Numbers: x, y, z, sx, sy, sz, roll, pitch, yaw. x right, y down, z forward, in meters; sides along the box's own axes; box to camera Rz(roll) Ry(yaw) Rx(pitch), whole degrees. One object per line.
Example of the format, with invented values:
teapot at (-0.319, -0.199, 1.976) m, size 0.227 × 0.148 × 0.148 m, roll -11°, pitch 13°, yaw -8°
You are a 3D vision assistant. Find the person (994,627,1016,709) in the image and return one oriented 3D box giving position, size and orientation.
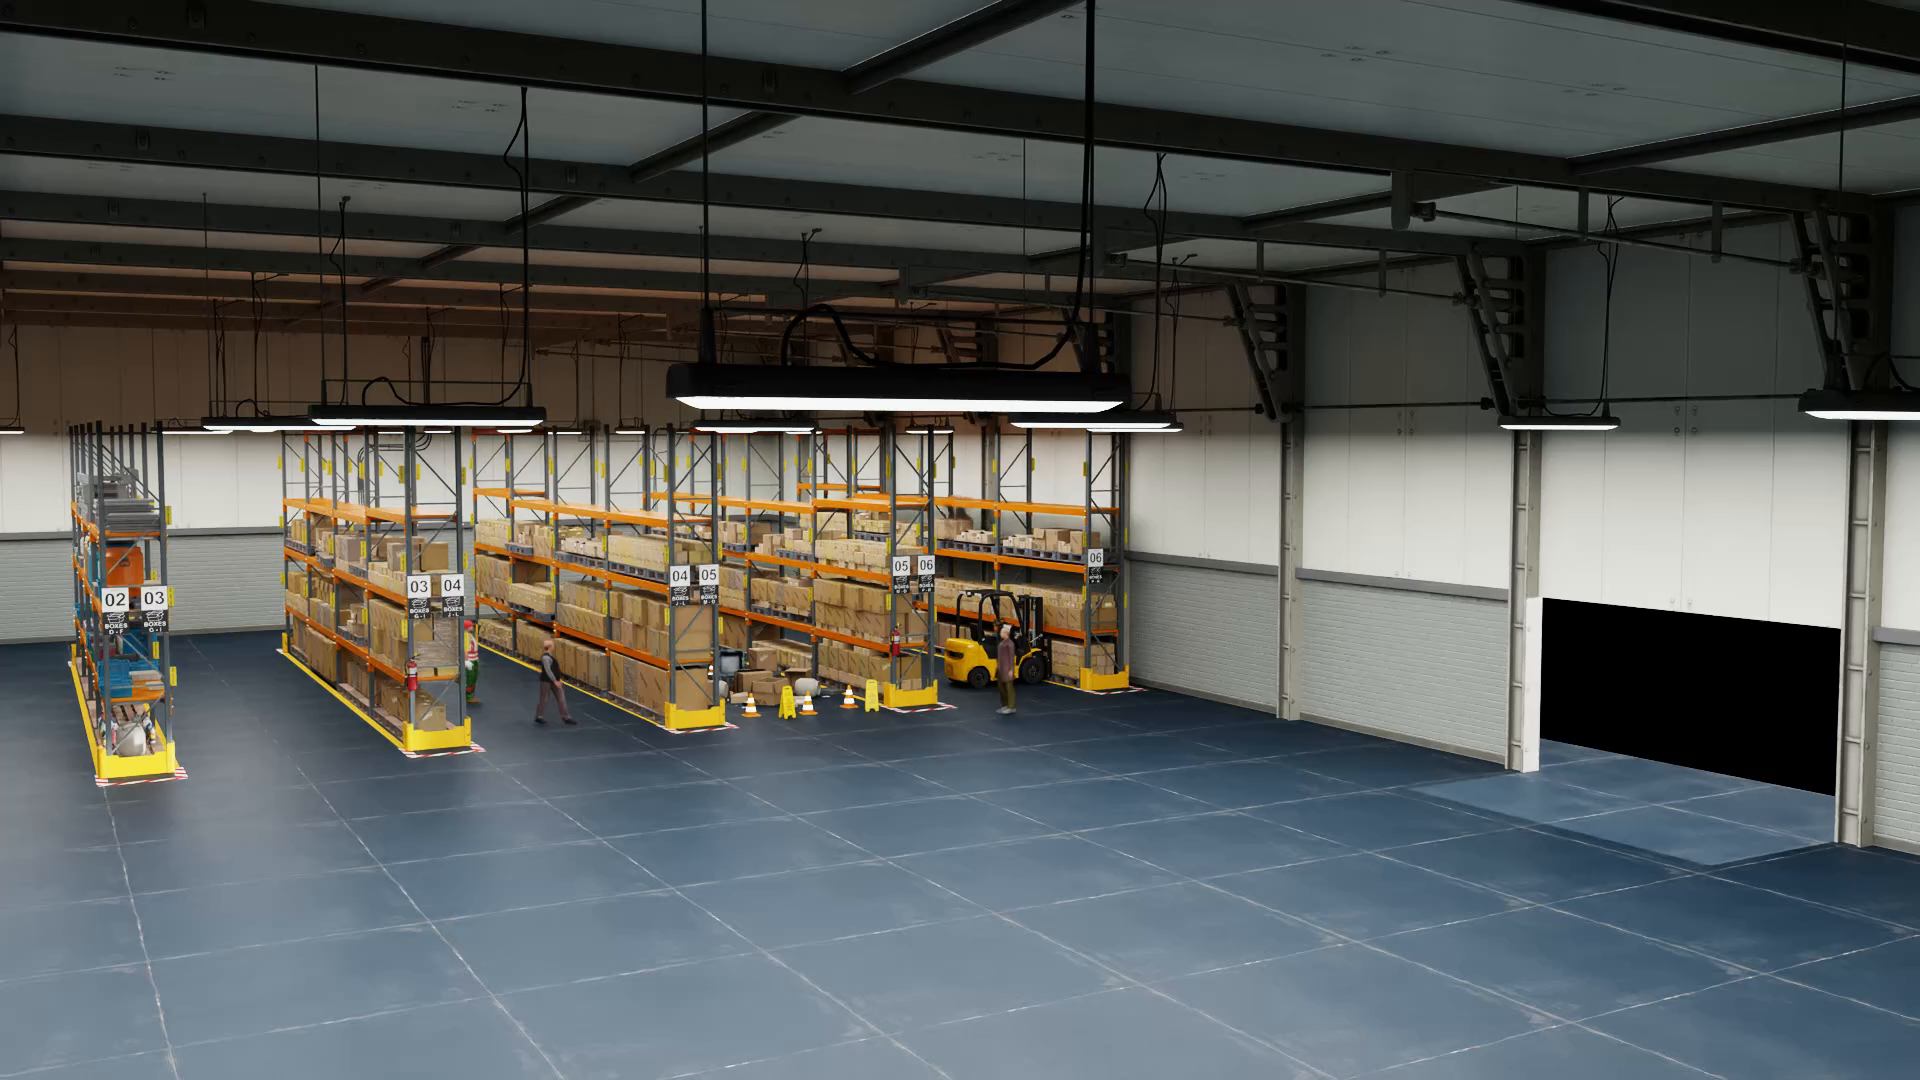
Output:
person at (0.947, 2.648, 34.466) m, size 0.402 × 1.698 × 0.680 m, roll -2°, pitch 4°, yaw -26°

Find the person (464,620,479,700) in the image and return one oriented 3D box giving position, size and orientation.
person at (-10.589, 2.588, 35.897) m, size 0.374 × 1.737 × 0.606 m, roll 0°, pitch 4°, yaw 7°

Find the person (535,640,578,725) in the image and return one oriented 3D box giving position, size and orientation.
person at (-8.063, 2.819, 32.918) m, size 0.939 × 1.671 × 0.483 m, roll 2°, pitch 4°, yaw 29°
